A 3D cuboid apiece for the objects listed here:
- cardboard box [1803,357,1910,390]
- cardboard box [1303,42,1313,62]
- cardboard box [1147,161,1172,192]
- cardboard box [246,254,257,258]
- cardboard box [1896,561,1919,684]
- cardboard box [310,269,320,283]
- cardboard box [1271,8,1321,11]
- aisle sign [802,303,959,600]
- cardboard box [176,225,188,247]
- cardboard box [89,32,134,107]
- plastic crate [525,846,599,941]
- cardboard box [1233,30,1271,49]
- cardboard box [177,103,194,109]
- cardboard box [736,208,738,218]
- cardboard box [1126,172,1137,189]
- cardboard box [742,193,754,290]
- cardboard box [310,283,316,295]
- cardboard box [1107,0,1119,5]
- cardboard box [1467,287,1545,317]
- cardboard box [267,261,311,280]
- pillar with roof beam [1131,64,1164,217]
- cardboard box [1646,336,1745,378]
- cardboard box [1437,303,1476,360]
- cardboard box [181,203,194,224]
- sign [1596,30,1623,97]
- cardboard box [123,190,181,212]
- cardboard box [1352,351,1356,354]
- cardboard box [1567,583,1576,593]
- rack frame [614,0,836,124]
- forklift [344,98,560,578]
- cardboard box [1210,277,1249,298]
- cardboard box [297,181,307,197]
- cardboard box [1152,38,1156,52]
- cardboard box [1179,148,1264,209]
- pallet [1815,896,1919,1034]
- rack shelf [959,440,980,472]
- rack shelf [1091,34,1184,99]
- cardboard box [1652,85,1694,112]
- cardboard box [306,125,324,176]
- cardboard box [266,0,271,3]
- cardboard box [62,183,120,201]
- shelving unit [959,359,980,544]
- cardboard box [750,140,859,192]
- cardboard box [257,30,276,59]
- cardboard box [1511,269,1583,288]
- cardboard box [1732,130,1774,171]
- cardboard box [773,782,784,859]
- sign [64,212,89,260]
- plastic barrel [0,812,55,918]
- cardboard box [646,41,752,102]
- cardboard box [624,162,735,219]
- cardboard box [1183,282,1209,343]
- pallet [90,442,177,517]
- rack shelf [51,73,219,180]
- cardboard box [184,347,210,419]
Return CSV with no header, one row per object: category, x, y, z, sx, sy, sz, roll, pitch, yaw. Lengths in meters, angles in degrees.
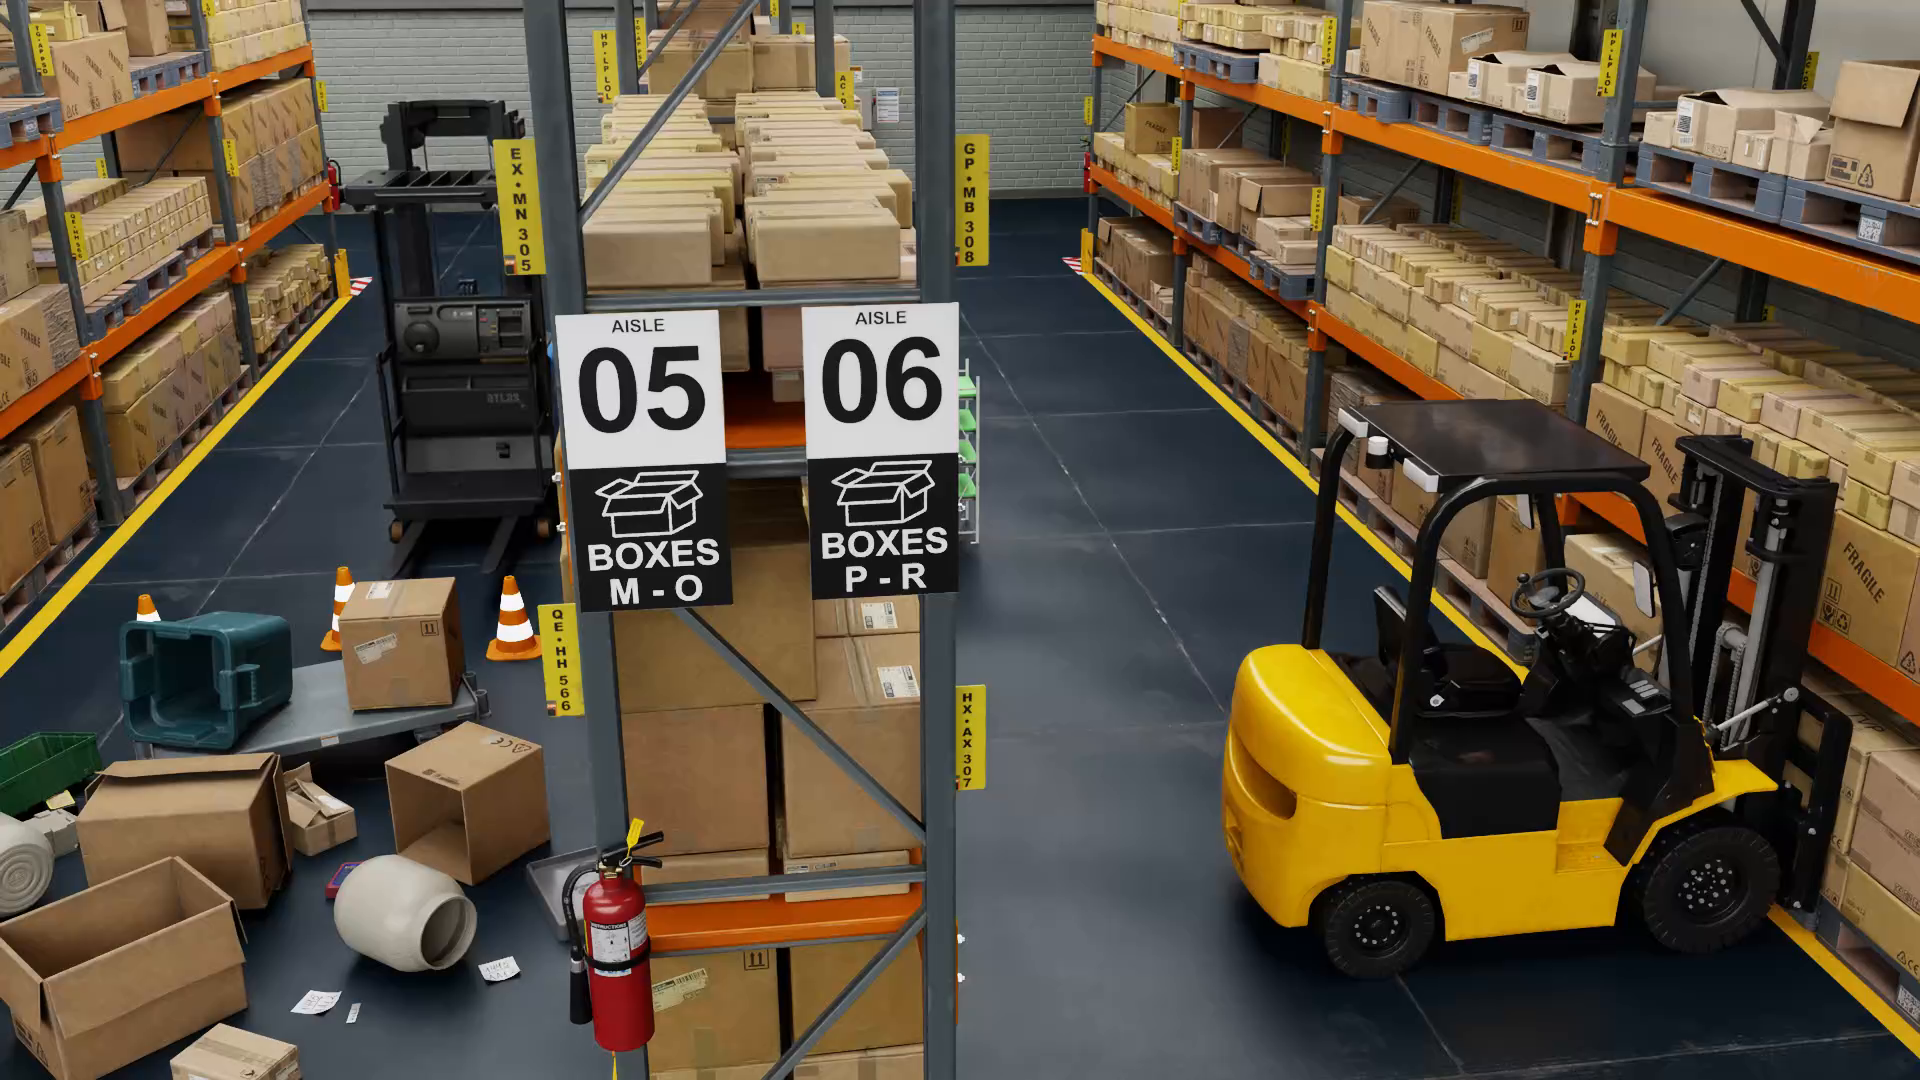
cardboard box,4.310,-0.775,8.009,0.380,0.149,0.250,-3,21,-9
cardboard box,2.924,-3.844,13.079,0.380,0.149,0.250,-2,21,-7
cardboard box,2.265,-3.820,17.445,0.500,0.250,0.500,-3,21,-8
cardboard box,-7.897,-3.021,18.141,0.380,0.149,0.250,-3,21,-8
cardboard box,4.000,0.357,6.330,0.500,0.500,0.500,-2,21,-6
cardboard box,-7.270,-2.915,18.282,0.380,0.149,0.250,-4,21,-10
cardboard box,2.970,-4.629,14.727,0.380,0.149,0.250,-4,21,-9
aisle sign,-0.199,-0.219,4.301,0.394,0.787,0.004,-3,21,-8
cardboard box,-6.767,-2.566,14.058,0.380,0.149,0.250,-4,21,-11
cardboard box,-6.527,-3.501,12.373,0.500,0.500,0.500,-3,21,-8
plastic crate,-1.676,1.560,7.424,0.402,0.080,0.583,-11,23,-26
cardboard box,2.563,-4.290,14.245,0.380,0.149,0.250,-2,21,-7
cardboard box,-7.543,-3.860,15.766,0.500,0.500,0.500,-4,21,-9
cardboard box,-0.744,-1.316,7.026,0.380,0.149,0.250,-4,21,-10
cardboard box,2.061,-4.015,18.537,0.380,0.149,0.250,-2,21,-7
cardboard box,-0.485,-1.022,5.666,0.500,0.250,0.500,-2,21,-6
cardboard box,-7.332,-2.772,18.325,0.380,0.149,0.250,-3,21,-8
cardboard box,1.960,-6.164,18.720,0.500,0.250,0.500,-3,21,-8
cardboard box,3.368,-1.456,10.257,0.380,0.149,0.250,-3,21,-9
cardboard box,-7.167,-2.876,17.752,0.380,0.149,0.250,-2,21,-6
pillar with roof beam,-1.666,-8.371,21.267,9.100,9.000,0.400,-3,21,-8
cardboard box,3.717,-0.923,8.406,0.380,0.149,0.250,-3,21,-7
cardboard box,3.347,-1.320,10.463,0.500,0.250,0.500,-3,21,-7
cardboard box,-6.803,-2.791,14.235,0.380,0.149,0.250,-2,21,-5
sign,3.285,-2.408,8.400,0.100,0.325,0.005,-3,21,-8
cardboard box,-6.764,-2.833,13.922,0.380,0.149,0.250,-3,21,-8
cardboard box,3.465,-1.648,13.887,0.380,0.149,0.250,-2,21,-6
cardboard box,3.584,0.396,8.983,0.500,0.250,0.500,-3,21,-8
rack frame,-1.091,-3.203,7.429,1.000,3.000,0.127,-3,21,-8
forklift,-3.455,-1.469,11.461,1.130,2.935,3.031,-2,21,-6
cardboard box,2.620,-2.425,15.968,0.380,0.149,0.250,-4,21,-11
cardboard box,-7.268,-3.785,17.922,0.380,0.149,0.250,-2,21,-6
cardboard box,2.220,-5.168,17.339,0.380,0.149,0.250,-2,21,-6
cardboard box,2.515,-3.478,15.999,0.700,0.500,0.500,-2,21,-6
pallet,4.245,1.785,6.636,1.003,0.211,1.213,-3,21,-8
rack shelf,-0.024,-0.560,11.682,0.258,0.148,0.480,-3,21,-8
rack shelf,2.379,-5.174,18.024,1.077,0.370,4.000,-3,21,-8
cardboard box,3.892,-2.479,9.394,0.380,0.149,0.250,-3,21,-8
cardboard box,-7.385,-4.306,18.390,0.500,0.500,0.500,-2,21,-7
cardboard box,-7.268,-5.562,16.964,0.380,0.149,0.250,-3,21,-9
cardboard box,-7.480,-2.979,14.314,0.380,0.149,0.250,-2,21,-6
shelving unit,-0.024,-0.619,11.660,0.258,1.200,0.503,-3,21,-8
cardboard box,-0.552,-1.330,5.923,0.380,0.149,0.250,-2,21,-7
cardboard box,-7.142,-4.921,16.533,0.500,0.250,0.500,-2,21,-5
cardboard box,3.808,-1.657,10.796,0.380,0.149,0.250,-3,21,-7
cardboard box,3.695,-1.738,7.412,0.380,0.149,0.250,-2,21,-6
cardboard box,-0.409,0.896,5.390,0.380,0.149,0.250,-3,21,-7
sign,-6.003,-2.064,11.300,0.100,0.325,0.005,-3,21,-8
plastic barrel,-4.293,1.415,7.323,0.512,0.421,0.421,12,24,30
cardboard box,-1.301,-2.352,8.340,0.500,0.250,0.500,-2,21,-7
cardboard box,-0.923,-1.125,5.373,0.380,0.149,0.250,-3,21,-8
cardboard box,2.514,-2.261,16.454,0.500,0.500,0.500,-2,21,-5
pallet,-6.663,-0.457,12.637,1.003,0.211,1.213,-3,21,-8
rack shelf,-6.840,-3.253,12.880,1.077,0.370,4.000,-3,21,-8
cardboard box,-6.629,-1.304,13.893,0.500,0.500,0.500,-3,21,-9
